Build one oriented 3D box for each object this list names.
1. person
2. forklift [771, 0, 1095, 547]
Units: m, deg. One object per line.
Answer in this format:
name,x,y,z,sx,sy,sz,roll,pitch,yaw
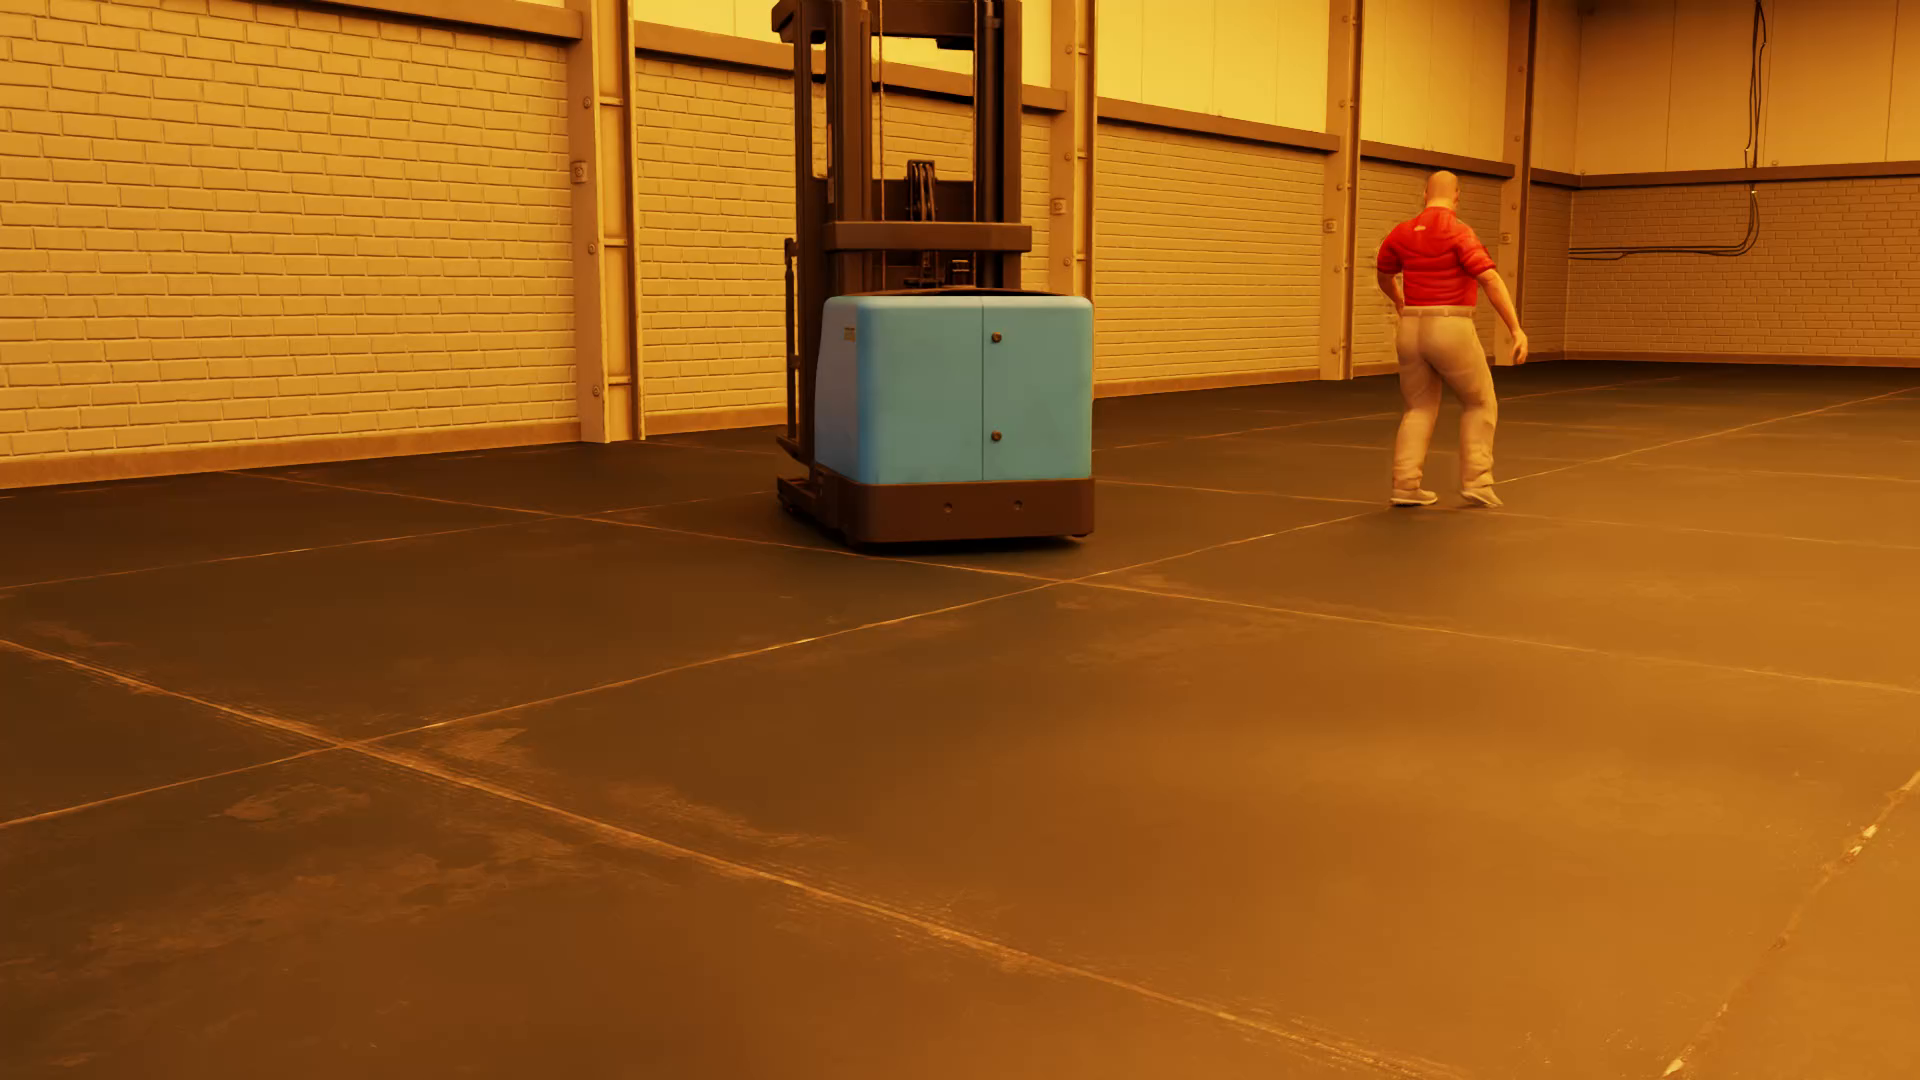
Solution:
person,2.530,-0.995,8.557,0.578,1.766,0.991,-6,10,-35
forklift,-0.308,-1.596,8.186,1.130,2.935,3.031,-2,9,-15
